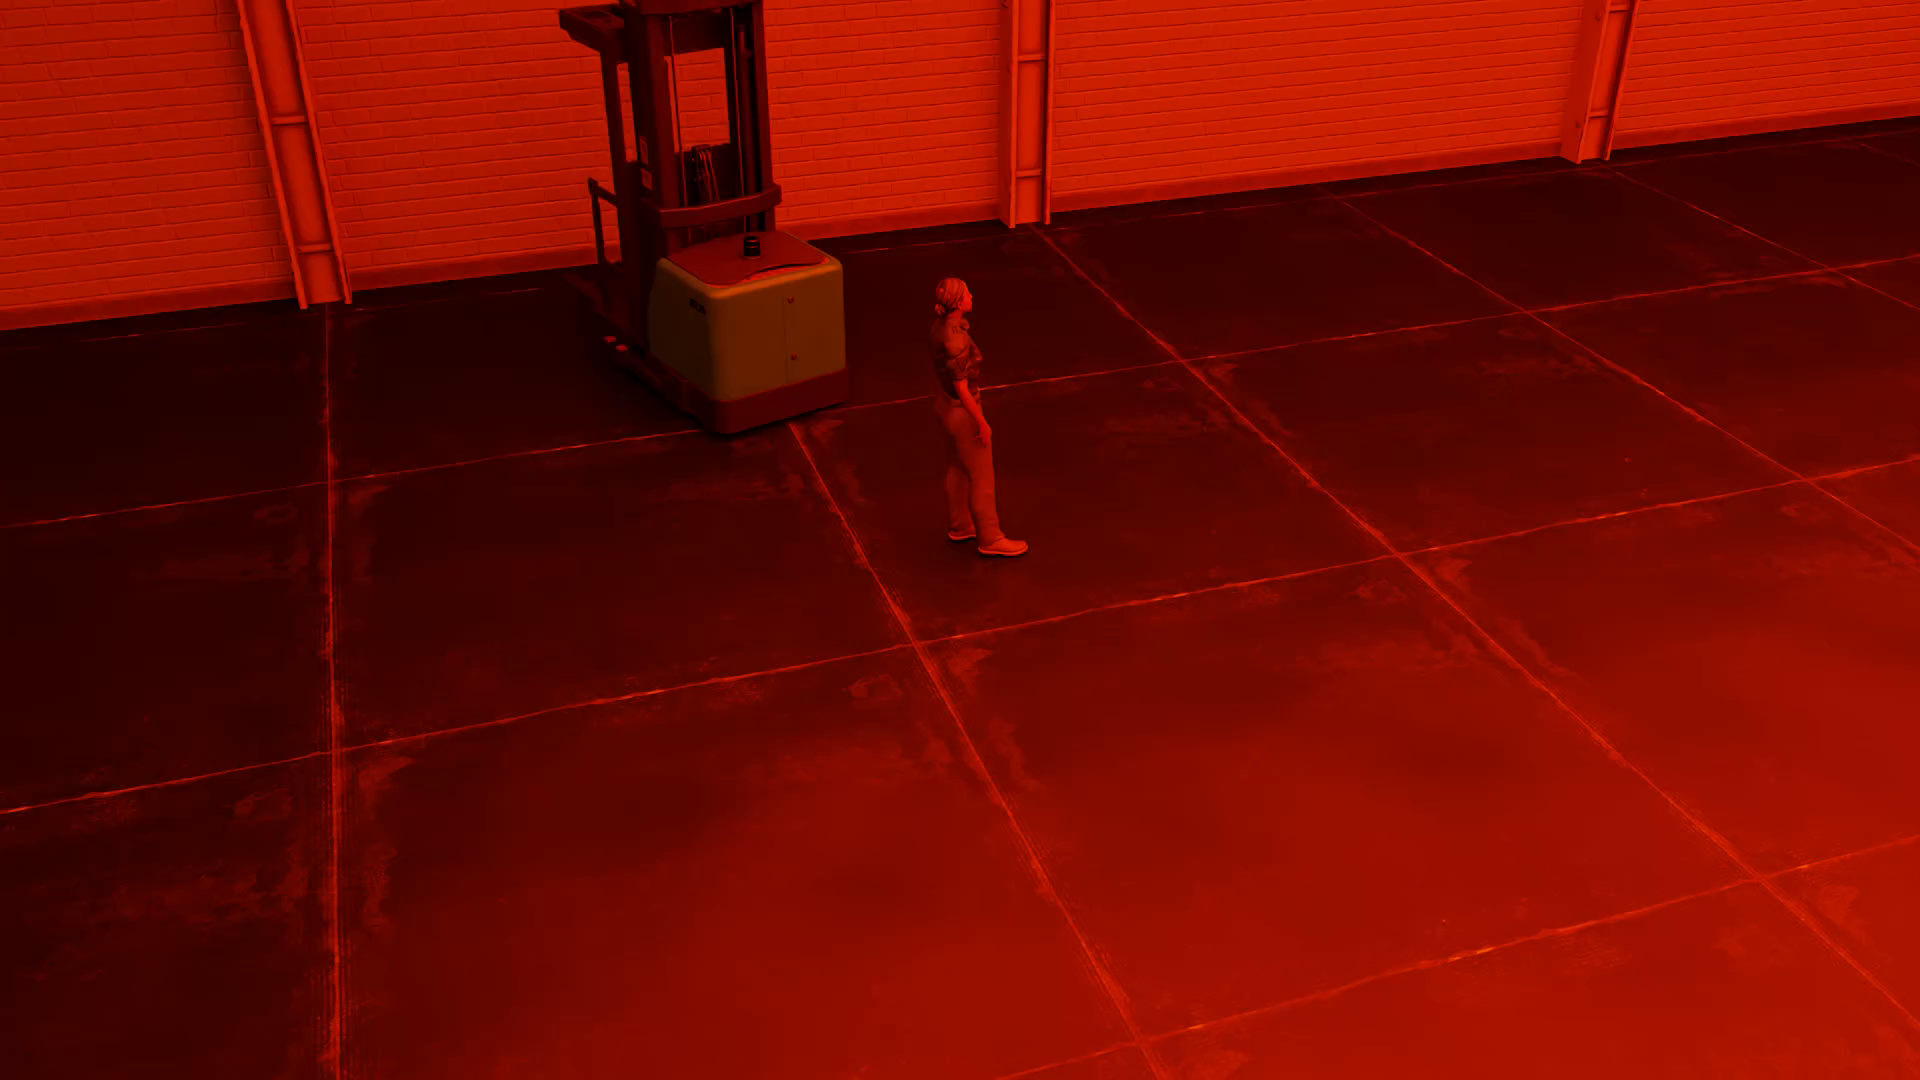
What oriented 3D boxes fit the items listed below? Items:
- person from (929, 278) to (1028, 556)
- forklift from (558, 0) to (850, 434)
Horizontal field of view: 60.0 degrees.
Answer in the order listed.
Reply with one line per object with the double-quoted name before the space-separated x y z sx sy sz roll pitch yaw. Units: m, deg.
"person" 0.089 -0.727 9.618 0.504 1.654 0.570 -10 31 -16
"forklift" -2.029 -2.664 11.718 1.130 2.935 3.031 -19 35 -30
